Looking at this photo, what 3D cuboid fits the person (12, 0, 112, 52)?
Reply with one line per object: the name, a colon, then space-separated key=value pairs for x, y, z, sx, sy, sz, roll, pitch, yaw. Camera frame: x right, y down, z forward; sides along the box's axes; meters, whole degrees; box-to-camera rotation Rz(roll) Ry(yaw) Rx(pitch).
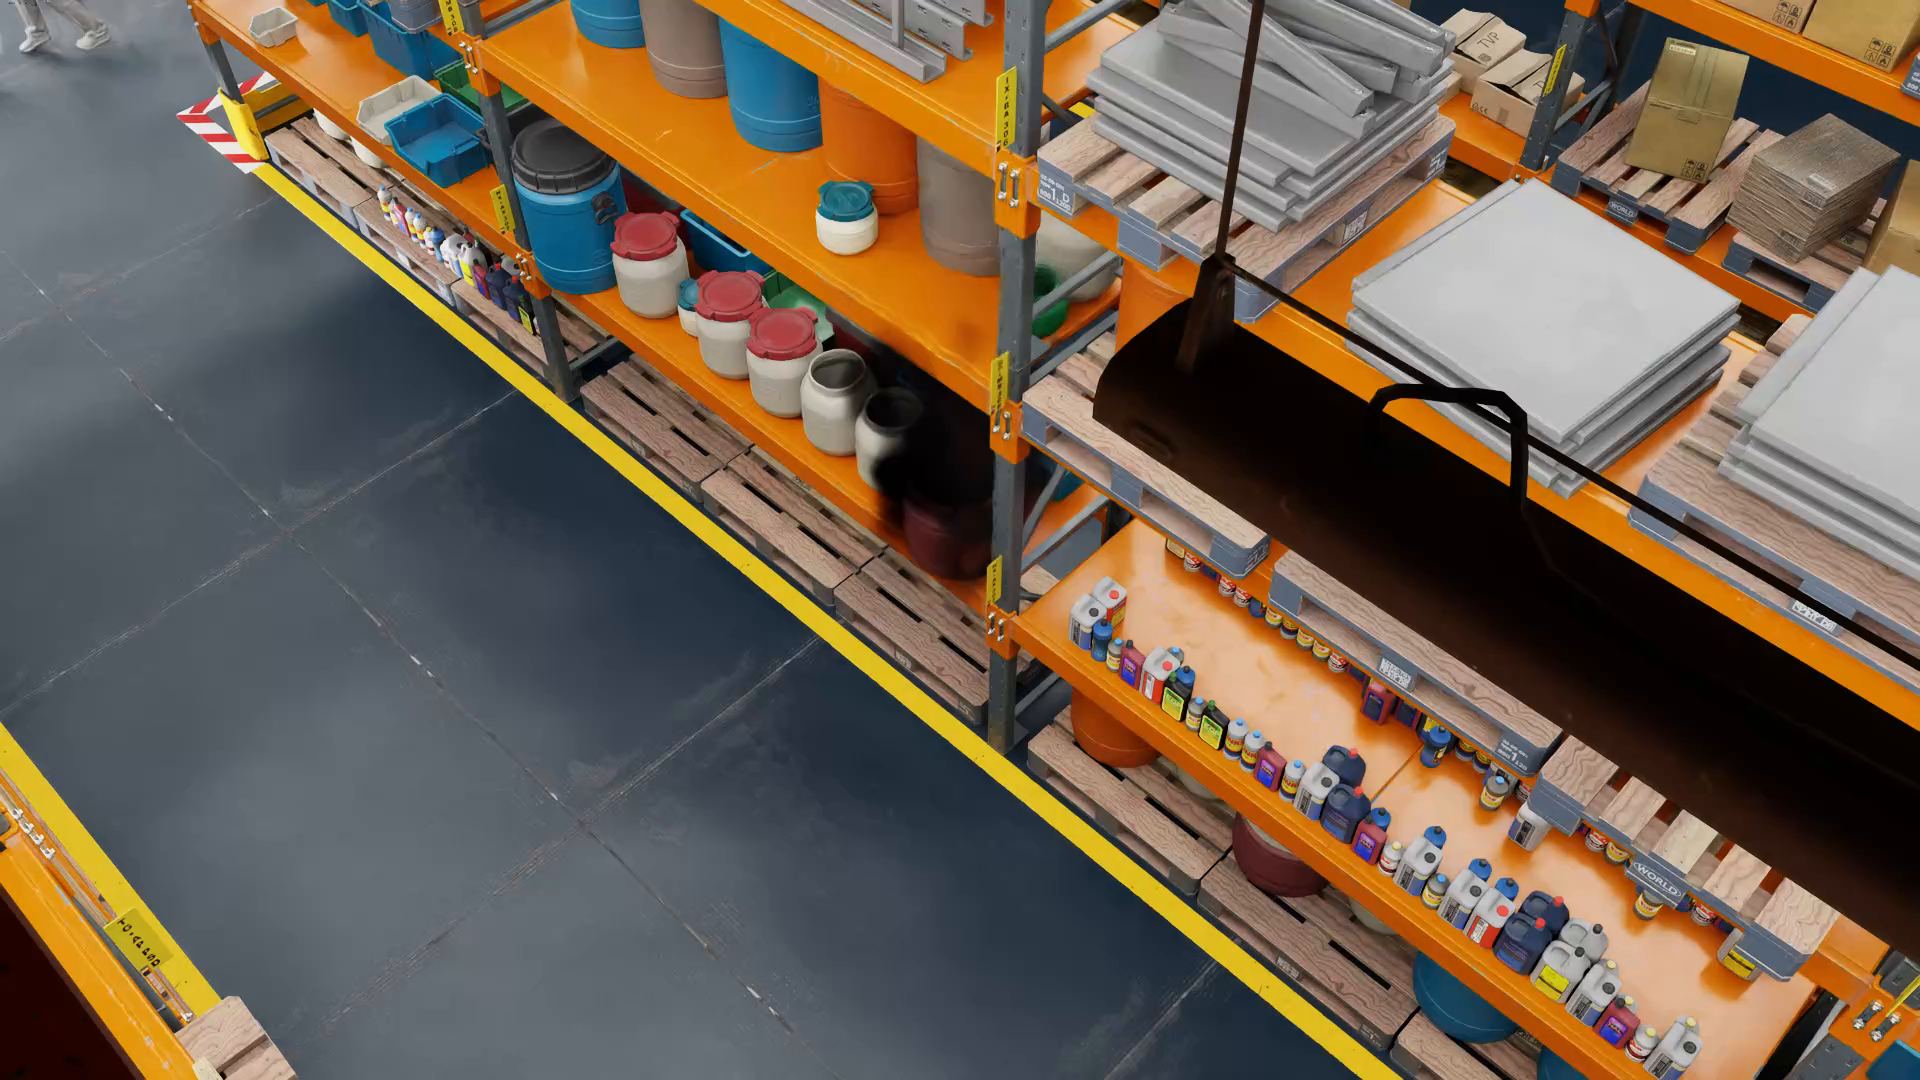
person: x=-7.380 y=-4.622 z=13.083 sx=0.804 sy=1.802 sz=0.649 roll=-6 pitch=50 yaw=-5
